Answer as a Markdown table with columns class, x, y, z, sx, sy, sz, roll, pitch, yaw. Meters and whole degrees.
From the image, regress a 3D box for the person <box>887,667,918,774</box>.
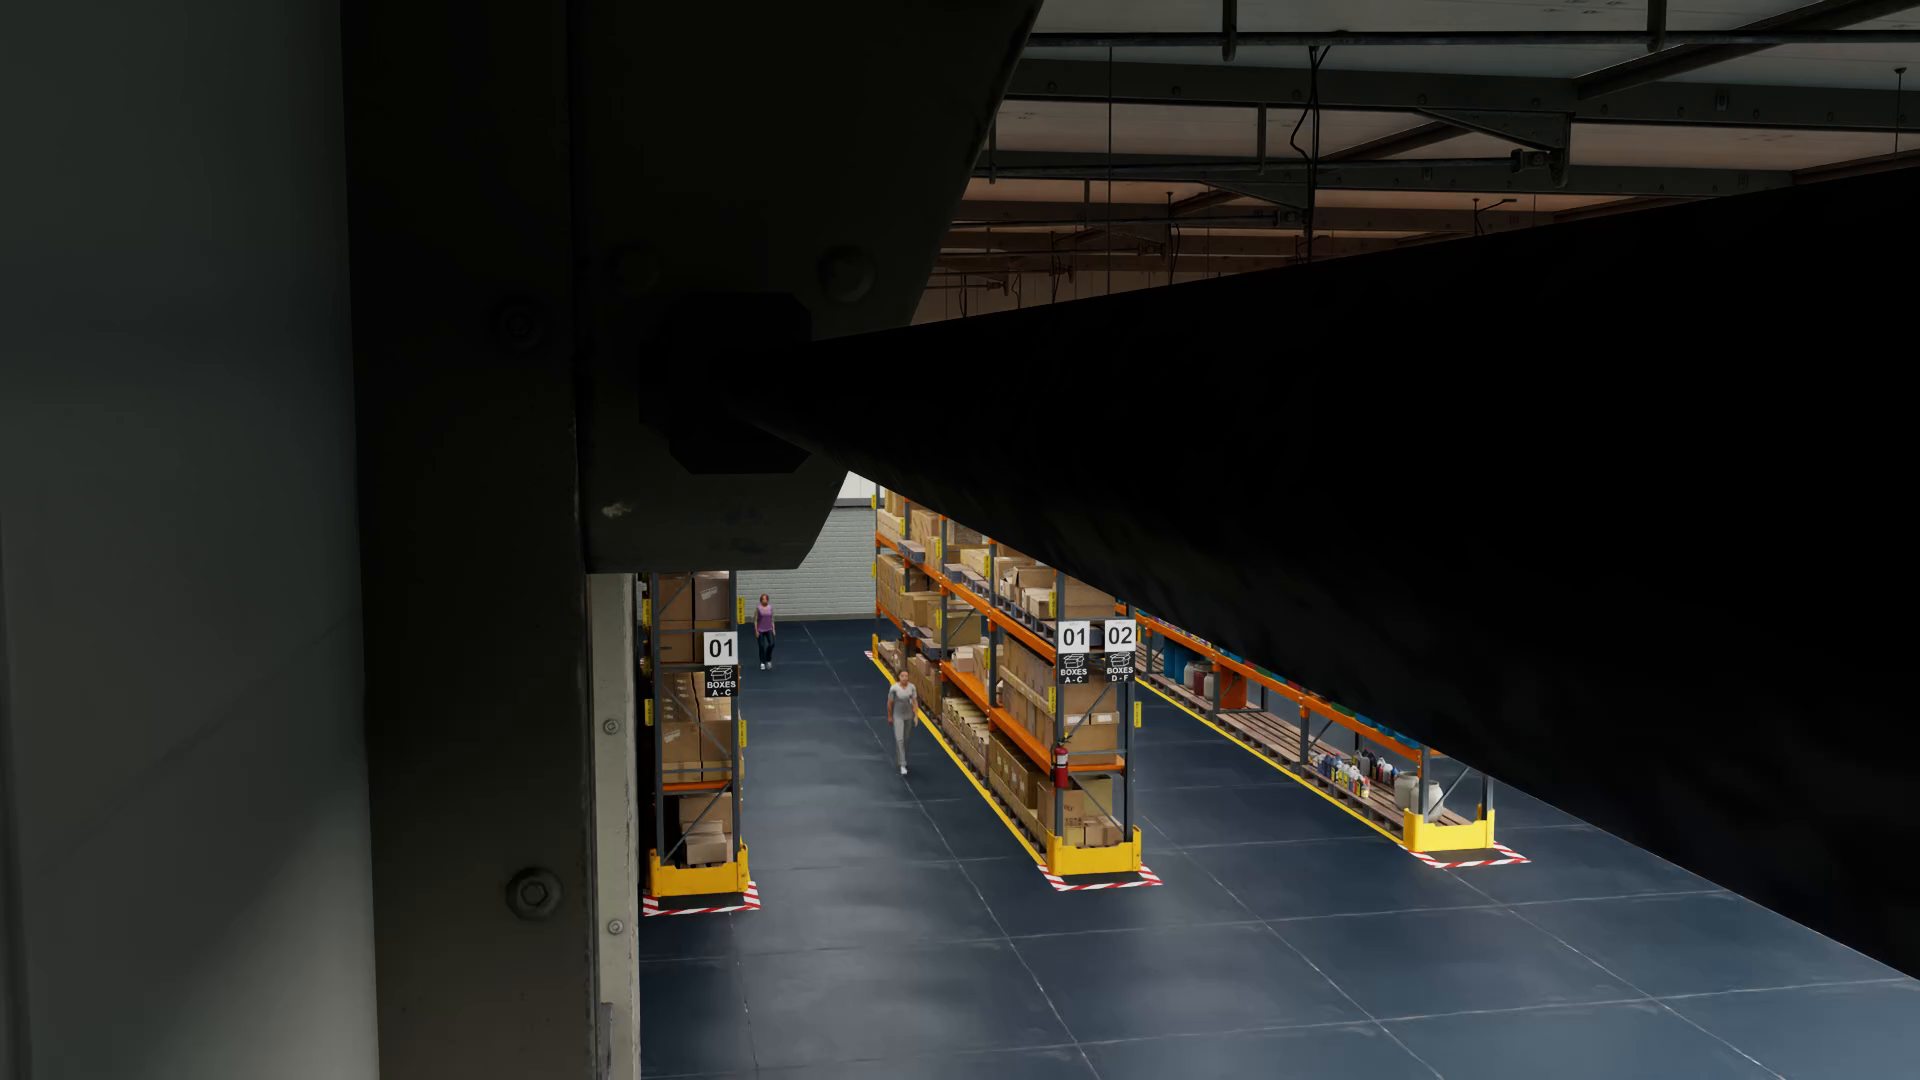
| class | x | y | z | sx | sy | sz | roll | pitch | yaw |
| --- | --- | --- | --- | --- | --- | --- | --- | --- | --- |
| person | -0.871 | 2.812 | 26.195 | 0.456 | 1.623 | 0.963 | -3 | 6 | -25 |

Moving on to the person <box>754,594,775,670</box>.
| class | x | y | z | sx | sy | sz | roll | pitch | yaw |
| --- | --- | --- | --- | --- | --- | --- | --- | --- | --- |
| person | -4.116 | 1.939 | 35.012 | 0.451 | 1.614 | 0.460 | -1 | 6 | -14 |
